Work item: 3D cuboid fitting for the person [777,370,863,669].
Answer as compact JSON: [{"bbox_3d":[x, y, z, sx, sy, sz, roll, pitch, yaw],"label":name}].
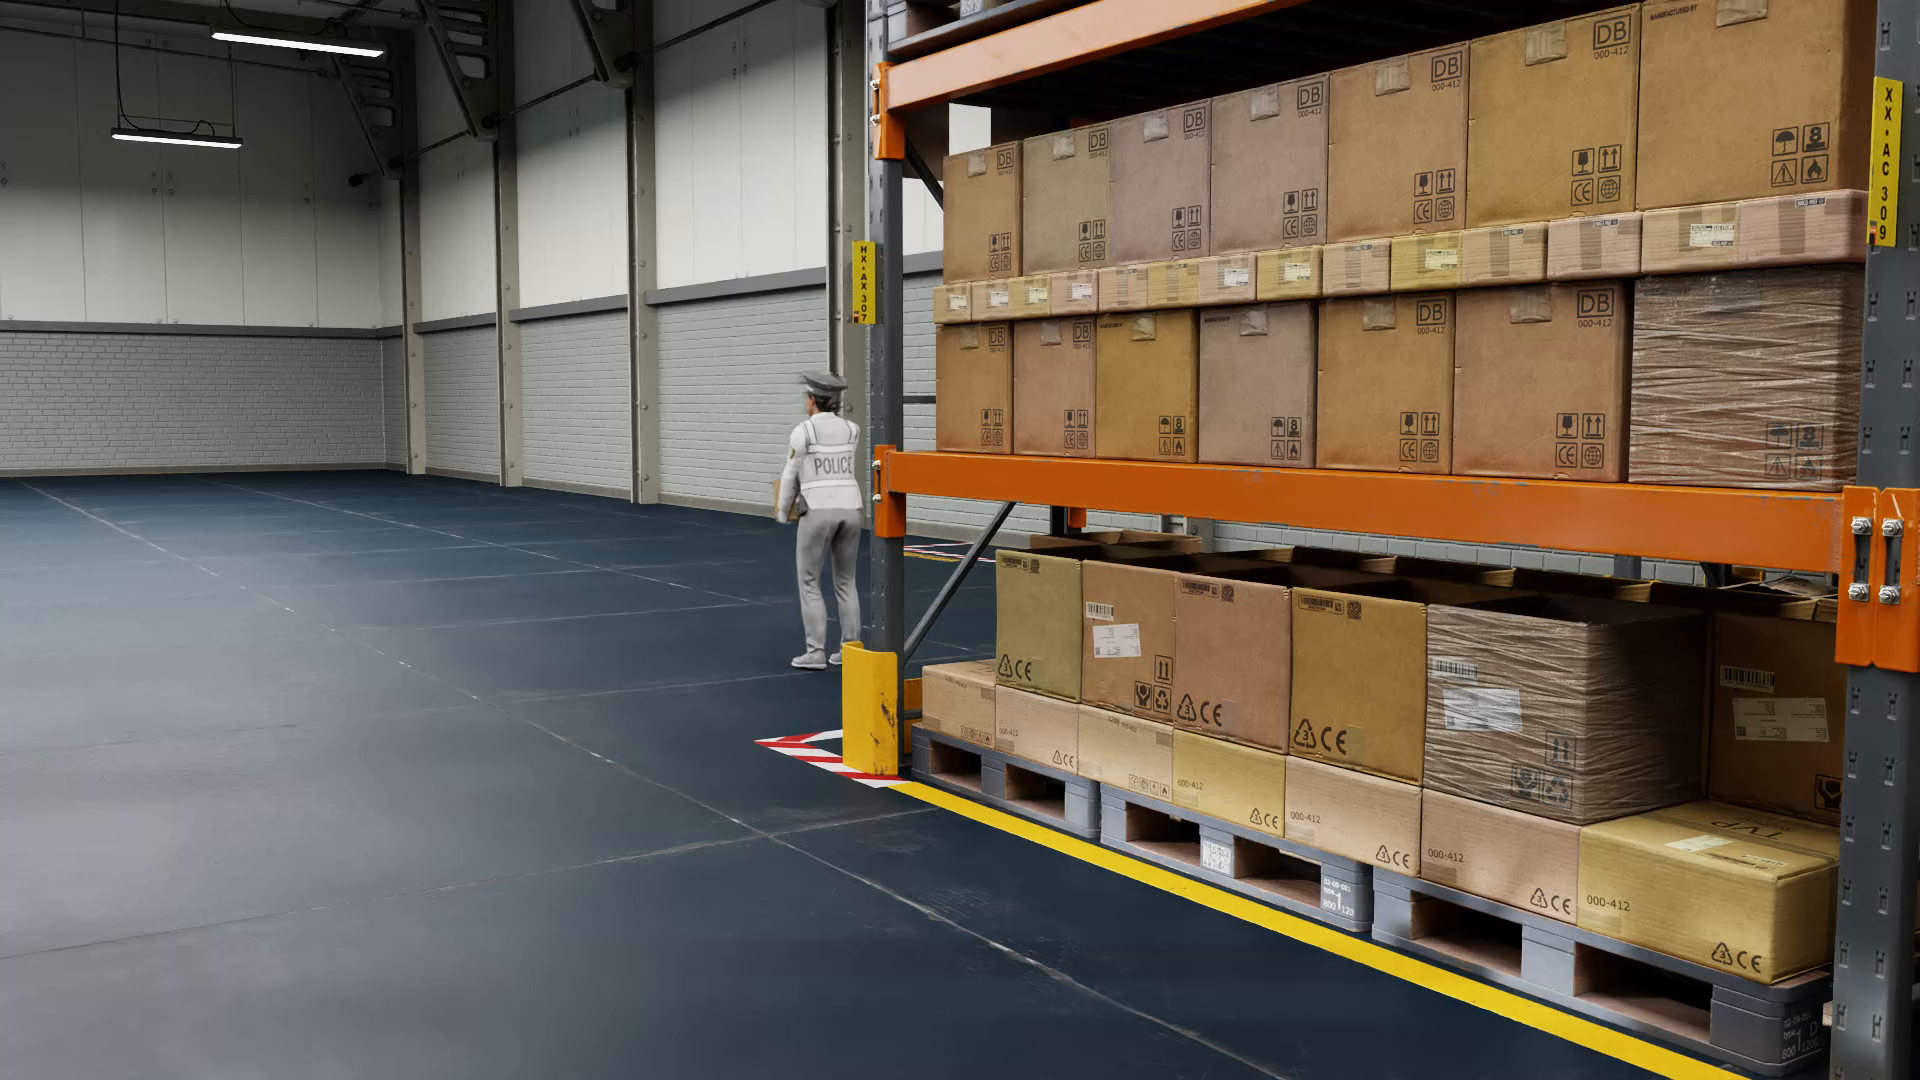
[{"bbox_3d":[-0.800,-0.117,9.421,0.417,1.682,0.528,-3,6,-35],"label":"person"}]
